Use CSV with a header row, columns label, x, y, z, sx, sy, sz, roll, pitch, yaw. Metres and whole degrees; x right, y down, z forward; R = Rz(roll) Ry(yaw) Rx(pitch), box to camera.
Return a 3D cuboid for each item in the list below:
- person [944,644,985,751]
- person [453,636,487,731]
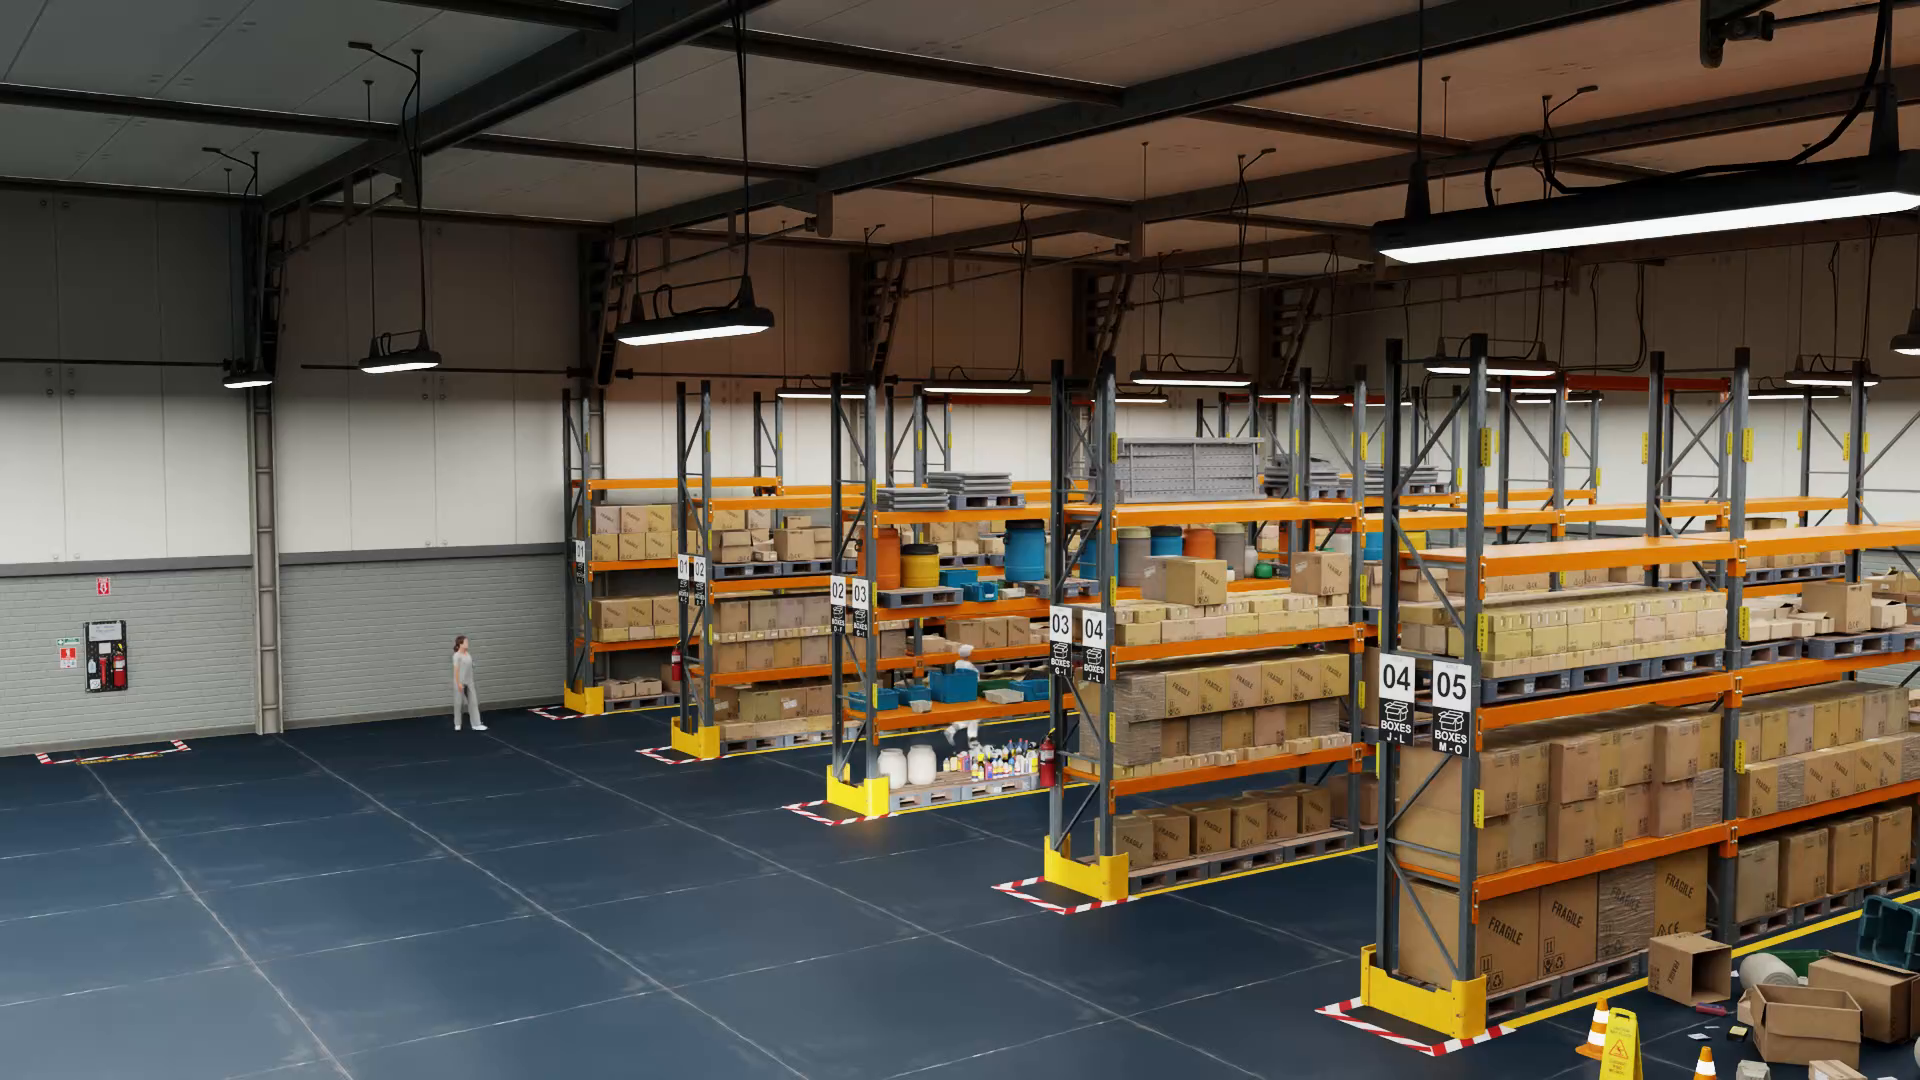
label,x,y,z,sx,sy,sz,roll,pitch,yaw
person,0.094,2.549,26.921,0.725,1.759,0.570,0,4,0
person,-8.578,2.486,28.822,0.594,1.662,0.494,3,5,36
